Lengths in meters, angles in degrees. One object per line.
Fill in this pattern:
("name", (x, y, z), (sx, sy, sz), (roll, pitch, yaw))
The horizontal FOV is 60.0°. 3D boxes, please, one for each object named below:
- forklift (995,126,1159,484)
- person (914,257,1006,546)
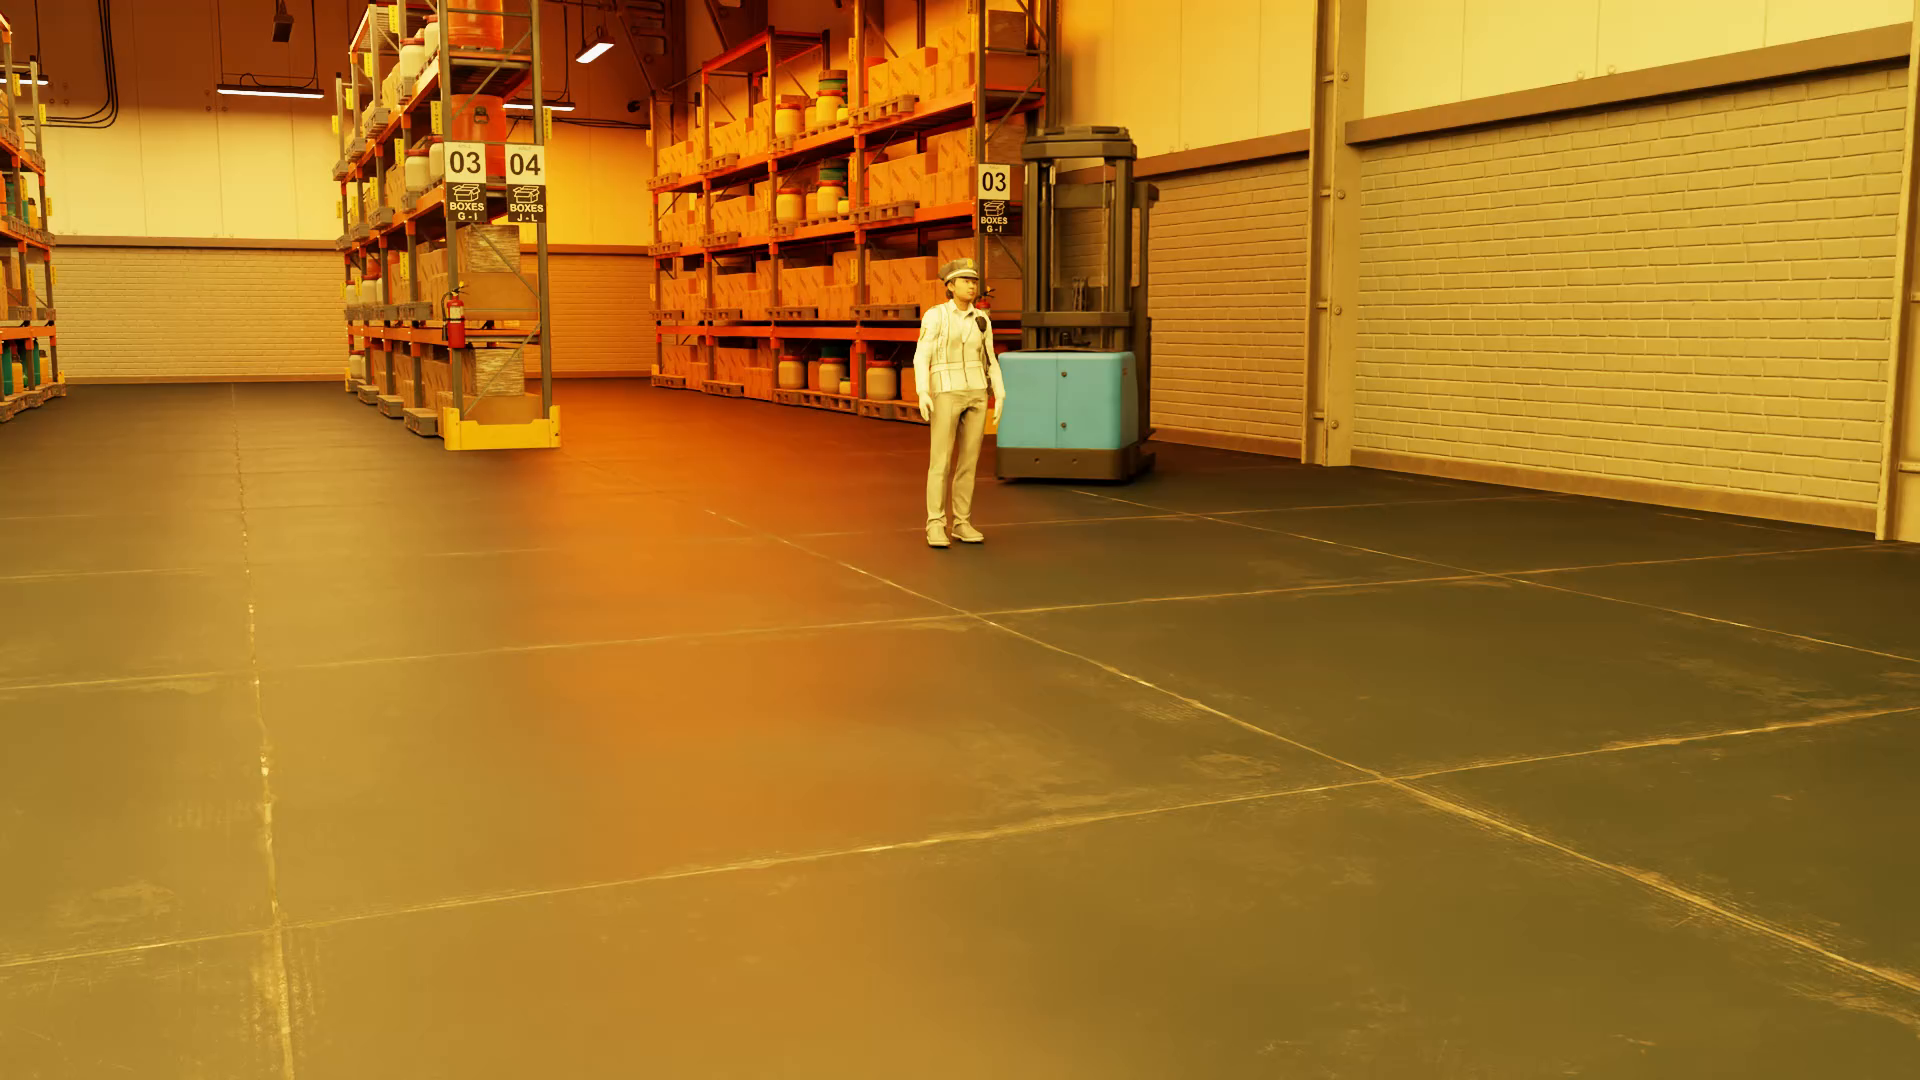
("forklift", (1.141, -2.070, 14.643), (1.130, 2.935, 3.031), (2, 8, 14))
("person", (0.021, -0.839, 9.979), (0.587, 1.696, 0.534), (-3, 8, -23))
